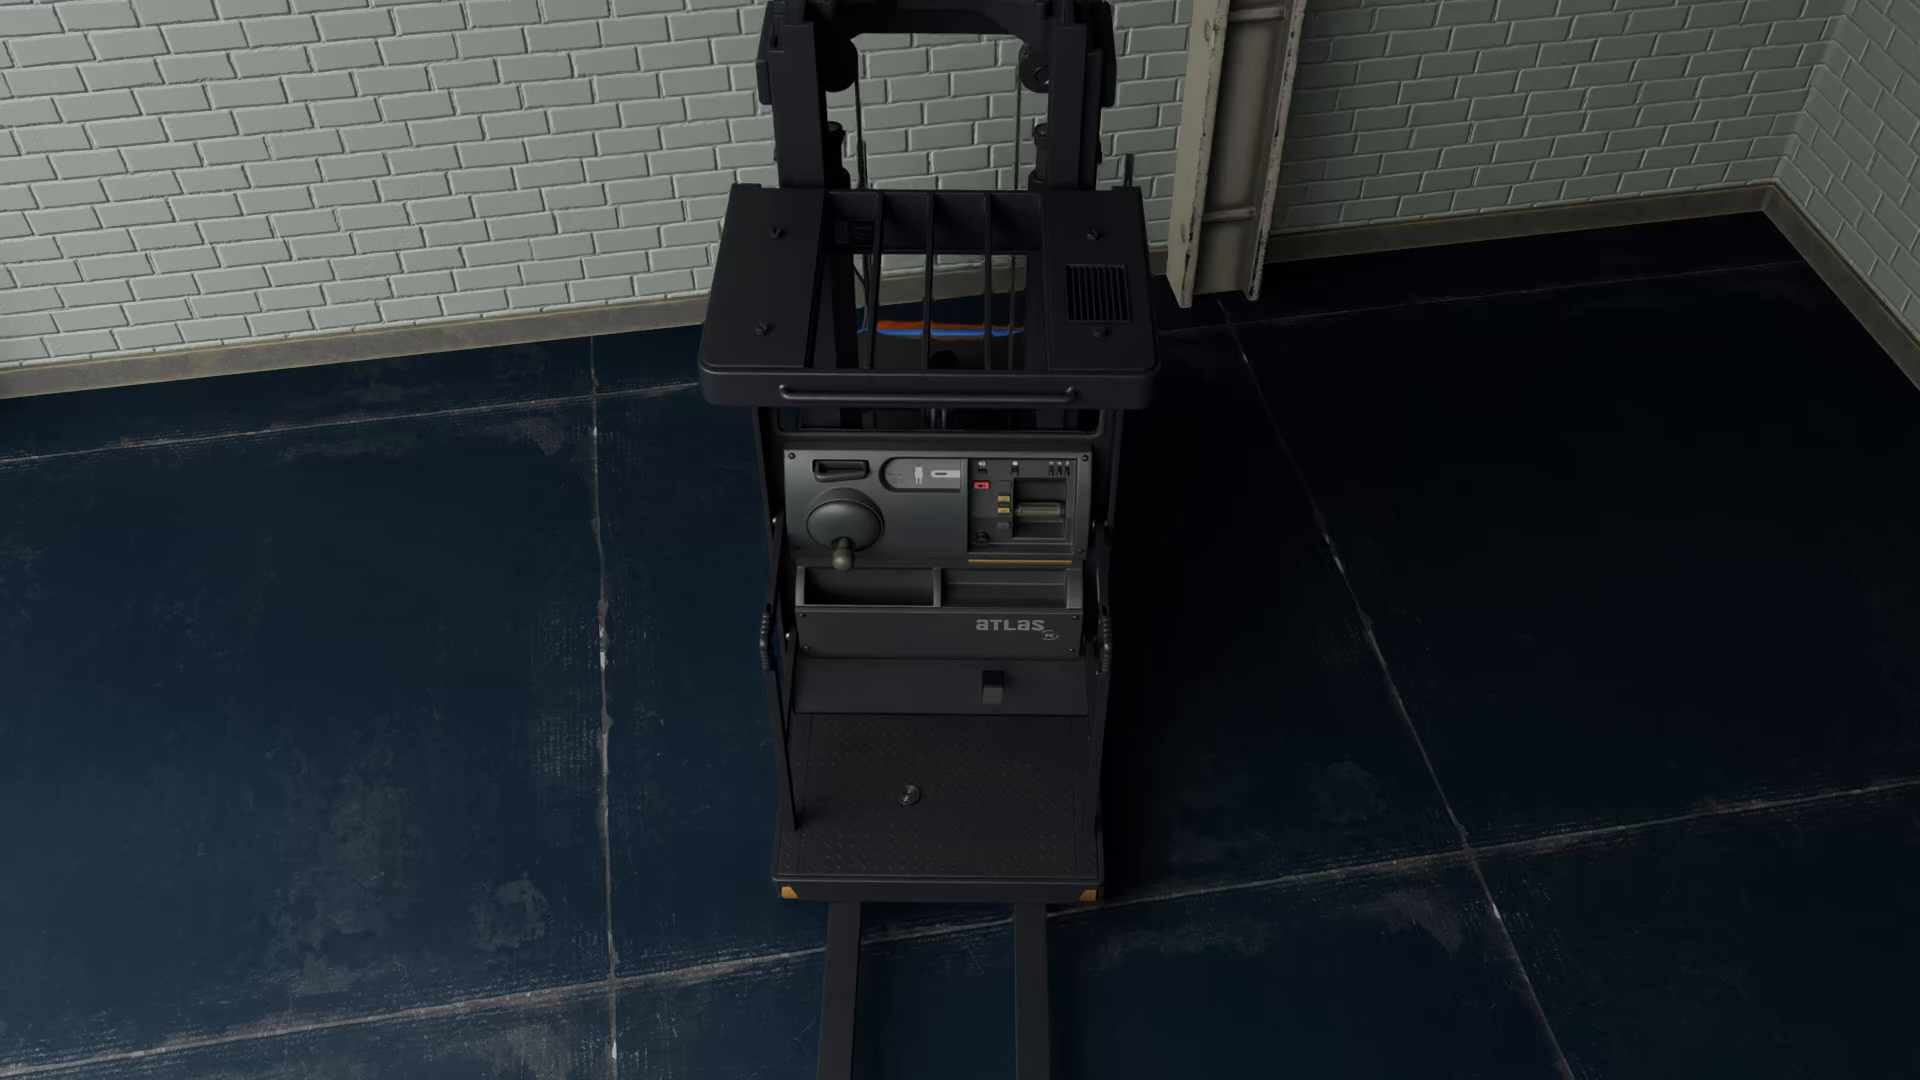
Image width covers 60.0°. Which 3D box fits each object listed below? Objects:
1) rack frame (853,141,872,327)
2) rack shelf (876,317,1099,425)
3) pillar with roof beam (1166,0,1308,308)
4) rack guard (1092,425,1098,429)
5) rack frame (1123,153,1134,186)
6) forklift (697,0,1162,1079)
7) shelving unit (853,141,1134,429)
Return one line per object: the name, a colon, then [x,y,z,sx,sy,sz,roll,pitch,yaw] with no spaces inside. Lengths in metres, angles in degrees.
rack frame: [-0.393,-0.816,6.688,0.032,1.500,0.500,3,46,3]
rack shelf: [0.114,-0.662,6.789,1.000,0.185,0.538,3,46,3]
pillar with roof beam: [1.967,-1.320,1.966,0.400,9.000,9.100,-7,46,-7]
rack guard: [0.601,-0.325,7.082,0.087,0.250,0.587,3,46,3]
rack frame: [0.620,-0.757,6.631,0.032,1.500,0.500,3,46,3]
forklift: [-0.067,-0.006,4.913,1.130,2.935,3.031,0,46,0]
shelving unit: [0.105,-0.787,6.660,1.083,1.500,0.587,3,46,3]
